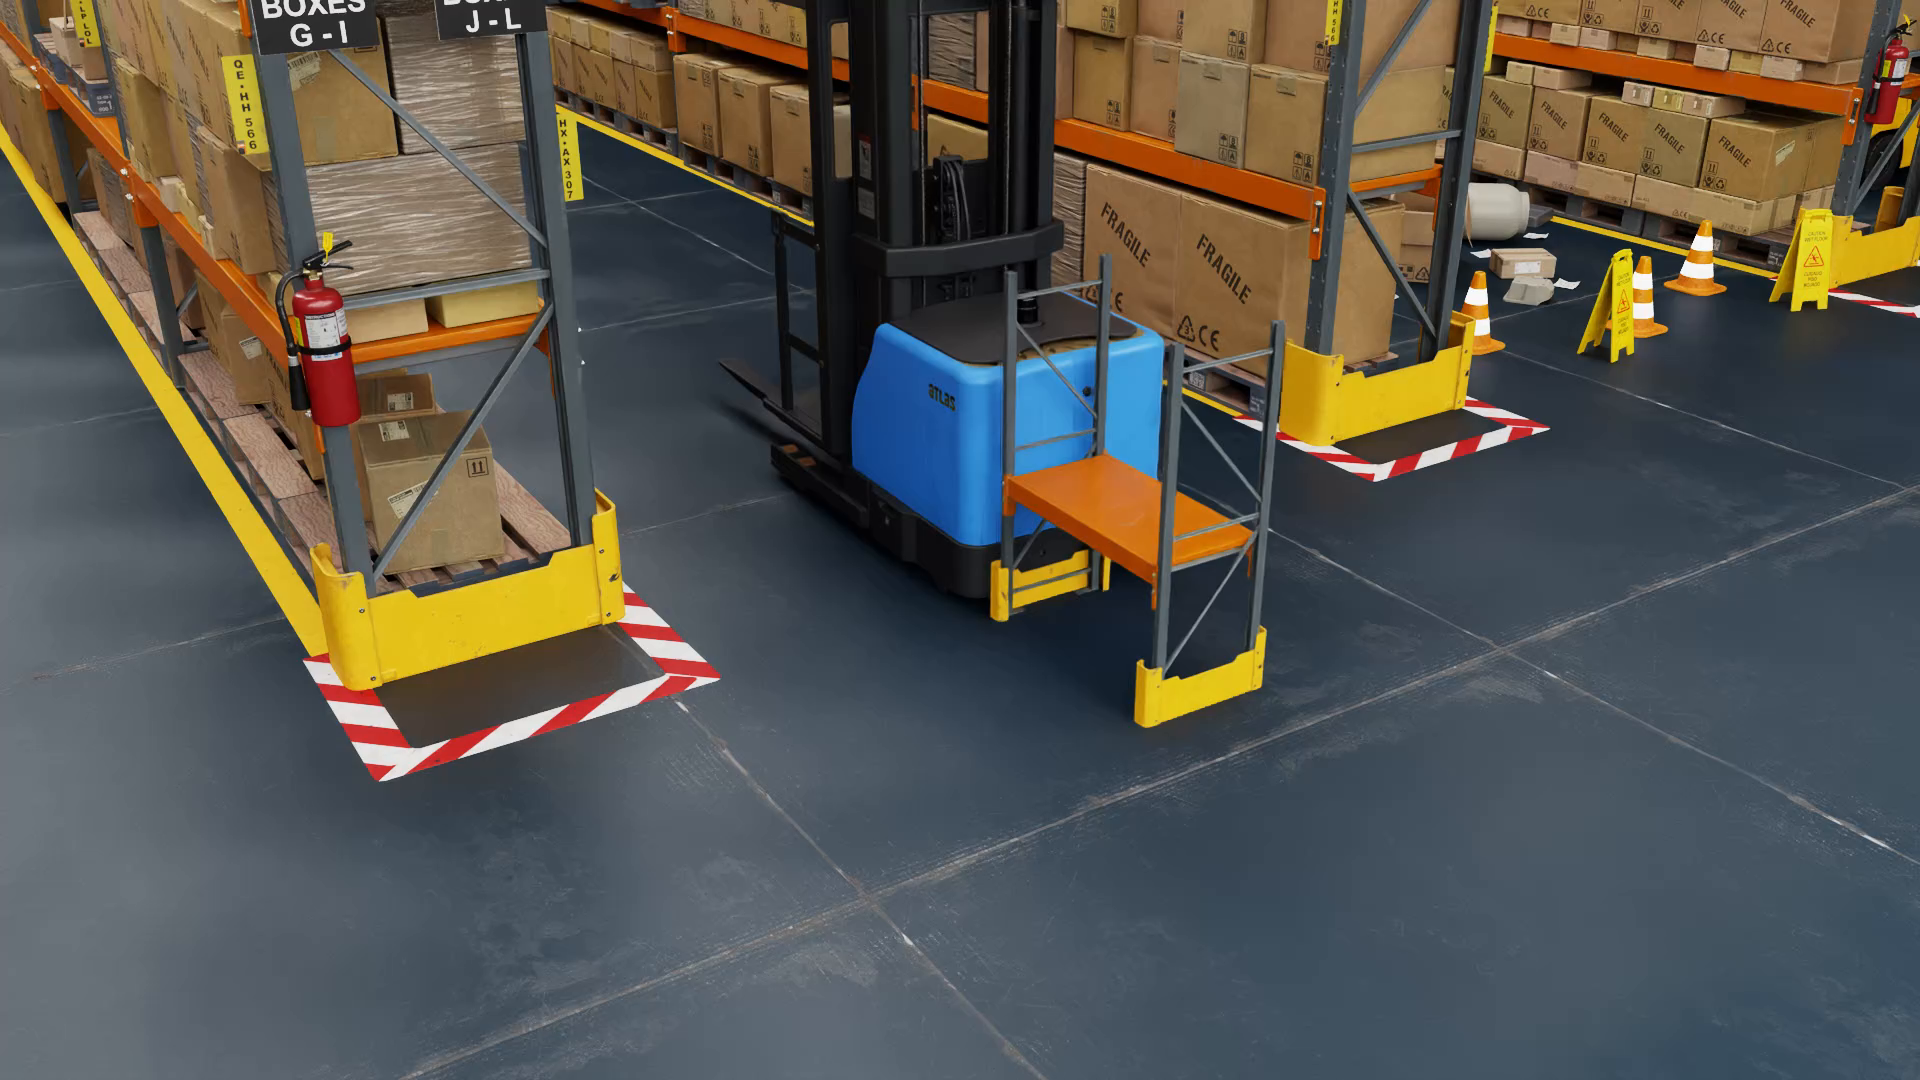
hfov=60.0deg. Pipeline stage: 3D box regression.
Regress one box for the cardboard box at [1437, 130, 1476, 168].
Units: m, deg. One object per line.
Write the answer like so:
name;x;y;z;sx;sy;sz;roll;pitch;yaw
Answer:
cardboard box;4.275;-3.339;14.039;0.500;0.250;0.500;-17;30;-32

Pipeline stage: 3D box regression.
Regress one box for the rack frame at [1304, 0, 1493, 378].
rack frame;2.270;-2.046;8.571;1.000;3.000;0.127;-16;29;-30

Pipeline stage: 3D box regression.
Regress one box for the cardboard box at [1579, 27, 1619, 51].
cardboard box;4.934;-3.822;12.627;0.380;0.149;0.250;-16;29;-30

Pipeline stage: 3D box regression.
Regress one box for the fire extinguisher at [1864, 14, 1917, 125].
fire extinguisher;6.039;-3.053;10.793;0.296;0.674;0.183;-16;29;-30

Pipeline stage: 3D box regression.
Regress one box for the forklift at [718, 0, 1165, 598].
forklift;-0.297;-1.664;7.842;1.130;2.935;3.031;-14;29;-28

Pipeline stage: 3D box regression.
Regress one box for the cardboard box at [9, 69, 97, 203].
cardboard box;-6.667;-3.269;13.157;1.225;0.875;0.875;-17;30;-32

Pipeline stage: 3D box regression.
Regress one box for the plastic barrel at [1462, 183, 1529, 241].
plastic barrel;3.967;-2.457;12.459;0.512;0.421;0.421;3;25;6

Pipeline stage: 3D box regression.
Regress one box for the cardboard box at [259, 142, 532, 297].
cardboard box;-2.218;-1.309;6.544;0.875;0.500;0.500;-16;29;-30

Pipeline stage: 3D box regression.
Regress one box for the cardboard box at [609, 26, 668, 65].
cardboard box;-2.975;-4.668;15.682;0.500;0.250;0.500;-15;29;-29

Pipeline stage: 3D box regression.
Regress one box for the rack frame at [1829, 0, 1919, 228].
rack frame;6.363;-3.236;11.091;1.000;3.000;0.127;-16;29;-30

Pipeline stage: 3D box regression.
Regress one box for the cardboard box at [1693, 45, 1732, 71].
cardboard box;5.460;-3.453;11.845;0.380;0.149;0.250;-15;29;-29

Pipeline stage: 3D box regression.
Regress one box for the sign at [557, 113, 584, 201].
sign;-1.486;-1.445;6.282;0.100;0.325;0.005;-16;29;-30

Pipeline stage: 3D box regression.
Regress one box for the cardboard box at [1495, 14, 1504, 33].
cardboard box;4.434;-4.199;13.426;0.380;0.149;0.250;-16;29;-30

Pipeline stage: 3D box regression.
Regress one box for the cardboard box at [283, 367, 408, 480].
cardboard box;-2.948;-0.647;8.044;0.500;0.500;0.500;-13;28;-25

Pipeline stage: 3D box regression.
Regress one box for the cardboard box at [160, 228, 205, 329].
cardboard box;-4.441;-1.650;10.145;0.700;0.500;0.500;-18;31;-33

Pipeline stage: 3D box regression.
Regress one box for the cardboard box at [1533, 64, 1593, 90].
cardboard box;4.724;-3.634;13.025;0.380;0.149;0.250;-14;29;-27

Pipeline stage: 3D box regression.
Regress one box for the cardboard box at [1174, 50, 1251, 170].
cardboard box;1.711;-2.428;9.204;0.875;0.550;0.550;-16;29;-30

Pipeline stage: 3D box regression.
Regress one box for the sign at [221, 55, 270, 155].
sign;-2.416;-1.471;5.625;0.100;0.325;0.005;-16;29;-30

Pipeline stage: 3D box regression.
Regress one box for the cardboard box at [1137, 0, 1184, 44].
cardboard box;1.531;-3.151;9.471;0.875;0.550;0.550;-16;29;-30

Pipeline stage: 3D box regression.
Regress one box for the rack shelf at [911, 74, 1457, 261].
rack shelf;1.179;-2.436;10.240;1.077;0.370;4.000;-16;29;-30

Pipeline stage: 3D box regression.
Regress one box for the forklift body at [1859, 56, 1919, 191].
forklift body;7.956;-4.263;14.262;2.313;2.155;1.214;-16;29;-30

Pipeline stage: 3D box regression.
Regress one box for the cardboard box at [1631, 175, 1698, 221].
cardboard box;5.420;-2.596;12.464;0.500;0.250;0.500;-15;29;-29

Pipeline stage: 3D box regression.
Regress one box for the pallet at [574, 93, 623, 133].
pallet;-3.184;-4.362;16.744;1.003;0.211;1.213;-16;29;-30

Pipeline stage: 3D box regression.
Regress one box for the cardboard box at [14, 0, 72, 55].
cardboard box;-6.785;-3.952;12.491;0.500;0.500;0.500;-15;29;-28

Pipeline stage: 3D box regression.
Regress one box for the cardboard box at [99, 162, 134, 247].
cardboard box;-5.612;-2.426;11.788;0.700;0.500;0.500;-18;31;-34

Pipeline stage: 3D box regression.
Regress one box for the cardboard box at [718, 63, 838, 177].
cardboard box;-1.360;-3.530;13.856;1.050;0.750;0.750;-15;29;-29

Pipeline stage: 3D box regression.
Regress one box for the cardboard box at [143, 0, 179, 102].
cardboard box;-3.262;-2.235;7.334;0.500;0.500;0.500;-16;29;-30

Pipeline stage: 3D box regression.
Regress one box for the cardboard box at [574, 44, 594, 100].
cardboard box;-3.512;-4.699;16.626;0.500;0.500;0.500;-15;29;-29

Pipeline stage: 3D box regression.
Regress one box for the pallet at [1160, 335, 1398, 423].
pallet;1.768;-1.053;9.733;1.003;0.211;1.213;-16;29;-30

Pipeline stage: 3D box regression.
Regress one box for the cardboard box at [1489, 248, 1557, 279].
cardboard box;3.955;-1.945;11.695;0.380;0.149;0.250;-1;25;-3

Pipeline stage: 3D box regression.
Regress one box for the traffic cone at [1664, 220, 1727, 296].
traffic cone;5.047;-1.942;11.322;0.336;0.463;0.334;-16;29;-30

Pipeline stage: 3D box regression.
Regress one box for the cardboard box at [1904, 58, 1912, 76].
cardboard box;6.351;-3.292;11.504;0.380;0.149;0.250;-15;29;-29

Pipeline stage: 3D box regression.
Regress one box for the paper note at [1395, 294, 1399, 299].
paper note;2.860;-1.644;11.200;0.144;0.017;0.142;-6;26;-12

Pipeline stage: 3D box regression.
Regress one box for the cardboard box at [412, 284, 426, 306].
cardboard box;-2.017;-1.064;6.785;0.380;0.149;0.250;-16;29;-30

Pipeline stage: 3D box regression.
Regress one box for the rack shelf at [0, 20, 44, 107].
rack shelf;-7.400;-4.178;13.929;1.077;0.370;4.000;-16;29;-30

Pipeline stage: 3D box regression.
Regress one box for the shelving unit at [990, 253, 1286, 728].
shelving unit;0.657;-0.229;6.479;0.587;1.500;1.083;-15;29;-29

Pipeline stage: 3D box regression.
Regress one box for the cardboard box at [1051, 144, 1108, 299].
cardboard box;0.867;-2.143;10.773;0.875;0.875;0.875;-15;29;-29

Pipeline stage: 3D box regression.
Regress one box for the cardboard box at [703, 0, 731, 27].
cardboard box;-1.798;-4.548;13.754;0.500;0.500;0.500;-16;30;-30

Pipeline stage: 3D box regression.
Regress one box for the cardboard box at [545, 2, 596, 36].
cardboard box;-4.098;-5.411;17.257;0.500;0.250;0.500;-17;30;-32

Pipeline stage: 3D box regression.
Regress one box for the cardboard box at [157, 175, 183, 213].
cardboard box;-3.727;-1.735;8.206;0.380;0.149;0.250;-16;29;-30

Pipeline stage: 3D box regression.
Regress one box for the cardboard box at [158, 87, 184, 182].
cardboard box;-3.329;-2.019;8.048;0.875;0.500;0.500;-16;29;-30

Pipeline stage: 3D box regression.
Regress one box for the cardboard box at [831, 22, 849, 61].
cardboard box;-0.698;-3.827;12.226;0.500;0.500;0.500;-16;30;-30

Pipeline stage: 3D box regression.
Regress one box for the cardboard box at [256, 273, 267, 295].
cardboard box;-2.708;-1.127;6.917;0.380;0.149;0.250;-16;29;-30

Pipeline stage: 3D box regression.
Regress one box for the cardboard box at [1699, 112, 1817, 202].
cardboard box;5.707;-2.747;11.907;0.500;0.500;0.500;-15;29;-29

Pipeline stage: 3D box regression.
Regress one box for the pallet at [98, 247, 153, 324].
pallet;-5.220;-1.811;11.339;1.003;0.211;1.213;-16;29;-30

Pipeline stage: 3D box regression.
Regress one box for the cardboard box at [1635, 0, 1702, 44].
cardboard box;5.296;-3.906;12.044;0.500;0.500;0.500;-16;29;-30

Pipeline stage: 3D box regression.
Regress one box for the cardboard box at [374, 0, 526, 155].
cardboard box;-2.012;-1.819;6.452;0.500;0.500;0.500;-16;29;-30

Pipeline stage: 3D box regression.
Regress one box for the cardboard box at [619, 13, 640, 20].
cardboard box;-3.092;-5.157;16.718;0.500;0.250;0.500;-17;30;-32

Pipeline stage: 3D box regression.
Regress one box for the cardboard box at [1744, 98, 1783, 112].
cardboard box;5.851;-3.069;12.588;0.500;0.500;0.500;-17;30;-31

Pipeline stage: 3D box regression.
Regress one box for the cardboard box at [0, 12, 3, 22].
cardboard box;-7.902;-4.682;14.038;0.500;0.500;0.500;-16;30;-31

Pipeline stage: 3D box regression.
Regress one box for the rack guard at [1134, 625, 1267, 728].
rack guard;0.922;0.516;6.365;0.587;0.250;0.087;-15;29;-29

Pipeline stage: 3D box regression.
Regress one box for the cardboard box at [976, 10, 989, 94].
cardboard box;0.617;-3.224;10.890;0.875;0.550;0.550;-16;29;-30

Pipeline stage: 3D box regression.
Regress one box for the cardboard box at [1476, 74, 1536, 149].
cardboard box;4.577;-3.490;13.479;0.500;0.500;0.500;-14;29;-28

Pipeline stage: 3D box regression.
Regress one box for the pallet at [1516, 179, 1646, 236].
pallet;5.245;-2.737;13.300;1.003;0.211;1.213;-16;29;-30
